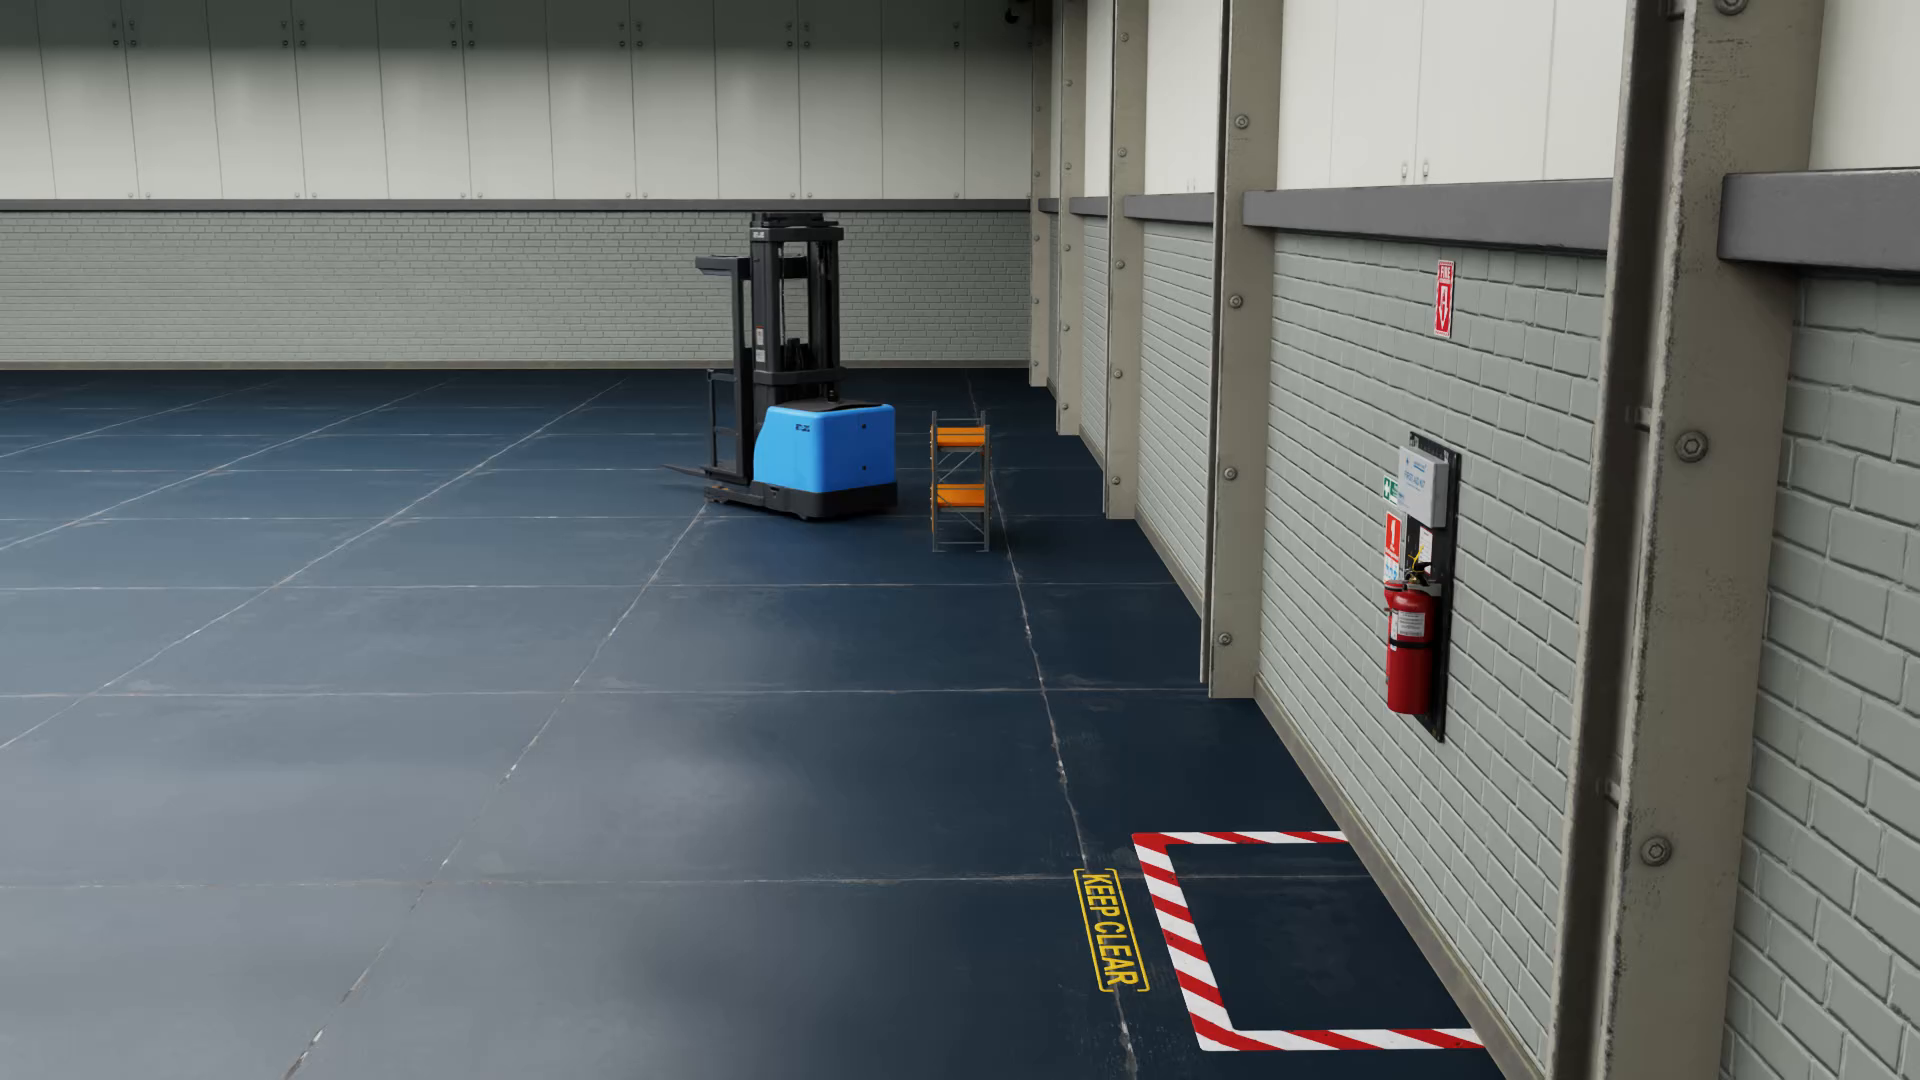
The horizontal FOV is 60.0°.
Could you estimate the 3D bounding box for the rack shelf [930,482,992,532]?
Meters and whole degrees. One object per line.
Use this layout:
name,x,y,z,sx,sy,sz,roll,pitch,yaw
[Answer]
rack shelf,0.000,-0.310,15.180,0.538,0.278,1.000,0,11,-1

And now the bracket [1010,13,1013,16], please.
bracket,0.939,-9.240,29.107,0.076,0.066,3.189,0,11,-1

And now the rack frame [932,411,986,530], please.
rack frame,-0.010,-0.651,15.630,0.500,1.125,0.032,0,11,-1

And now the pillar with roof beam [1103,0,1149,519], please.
pillar with roof beam,-2.716,-4.638,15.477,9.100,9.000,0.400,0,11,-1

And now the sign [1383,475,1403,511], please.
sign,1.906,-0.208,7.308,0.001,0.109,0.331,0,11,-1

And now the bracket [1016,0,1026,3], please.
bracket,0.993,-8.721,26.551,0.235,0.232,0.430,0,11,-1

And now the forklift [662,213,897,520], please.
forklift,-1.992,-1.864,17.066,1.130,2.935,3.031,-10,15,-41

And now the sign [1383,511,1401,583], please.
sign,1.914,0.051,7.366,0.001,0.329,0.234,0,11,-1

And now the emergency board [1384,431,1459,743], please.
emergency board,1.823,0.179,6.825,0.194,1.169,0.643,0,11,-1

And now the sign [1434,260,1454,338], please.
sign,1.922,-0.959,6.605,0.001,0.298,0.199,0,11,-1

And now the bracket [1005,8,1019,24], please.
bracket,0.927,-9.357,29.686,0.235,0.232,0.430,0,11,-1

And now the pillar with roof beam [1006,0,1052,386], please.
pillar with roof beam,-2.964,-7.023,27.235,9.100,9.000,0.548,0,11,-1

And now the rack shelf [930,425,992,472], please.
rack shelf,0.000,-0.837,15.073,0.538,0.278,1.000,0,11,-1

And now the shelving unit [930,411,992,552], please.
shelving unit,0.000,-0.550,15.132,0.538,1.125,1.048,0,11,-1

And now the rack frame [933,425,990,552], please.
rack frame,0.011,-0.449,14.633,0.500,1.125,0.032,0,11,-1

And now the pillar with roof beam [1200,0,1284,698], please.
pillar with roof beam,-2.592,-3.445,9.598,9.100,9.000,0.400,0,11,-1

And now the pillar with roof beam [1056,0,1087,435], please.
pillar with roof beam,-2.840,-5.830,21.356,9.100,9.000,0.400,0,11,-1
